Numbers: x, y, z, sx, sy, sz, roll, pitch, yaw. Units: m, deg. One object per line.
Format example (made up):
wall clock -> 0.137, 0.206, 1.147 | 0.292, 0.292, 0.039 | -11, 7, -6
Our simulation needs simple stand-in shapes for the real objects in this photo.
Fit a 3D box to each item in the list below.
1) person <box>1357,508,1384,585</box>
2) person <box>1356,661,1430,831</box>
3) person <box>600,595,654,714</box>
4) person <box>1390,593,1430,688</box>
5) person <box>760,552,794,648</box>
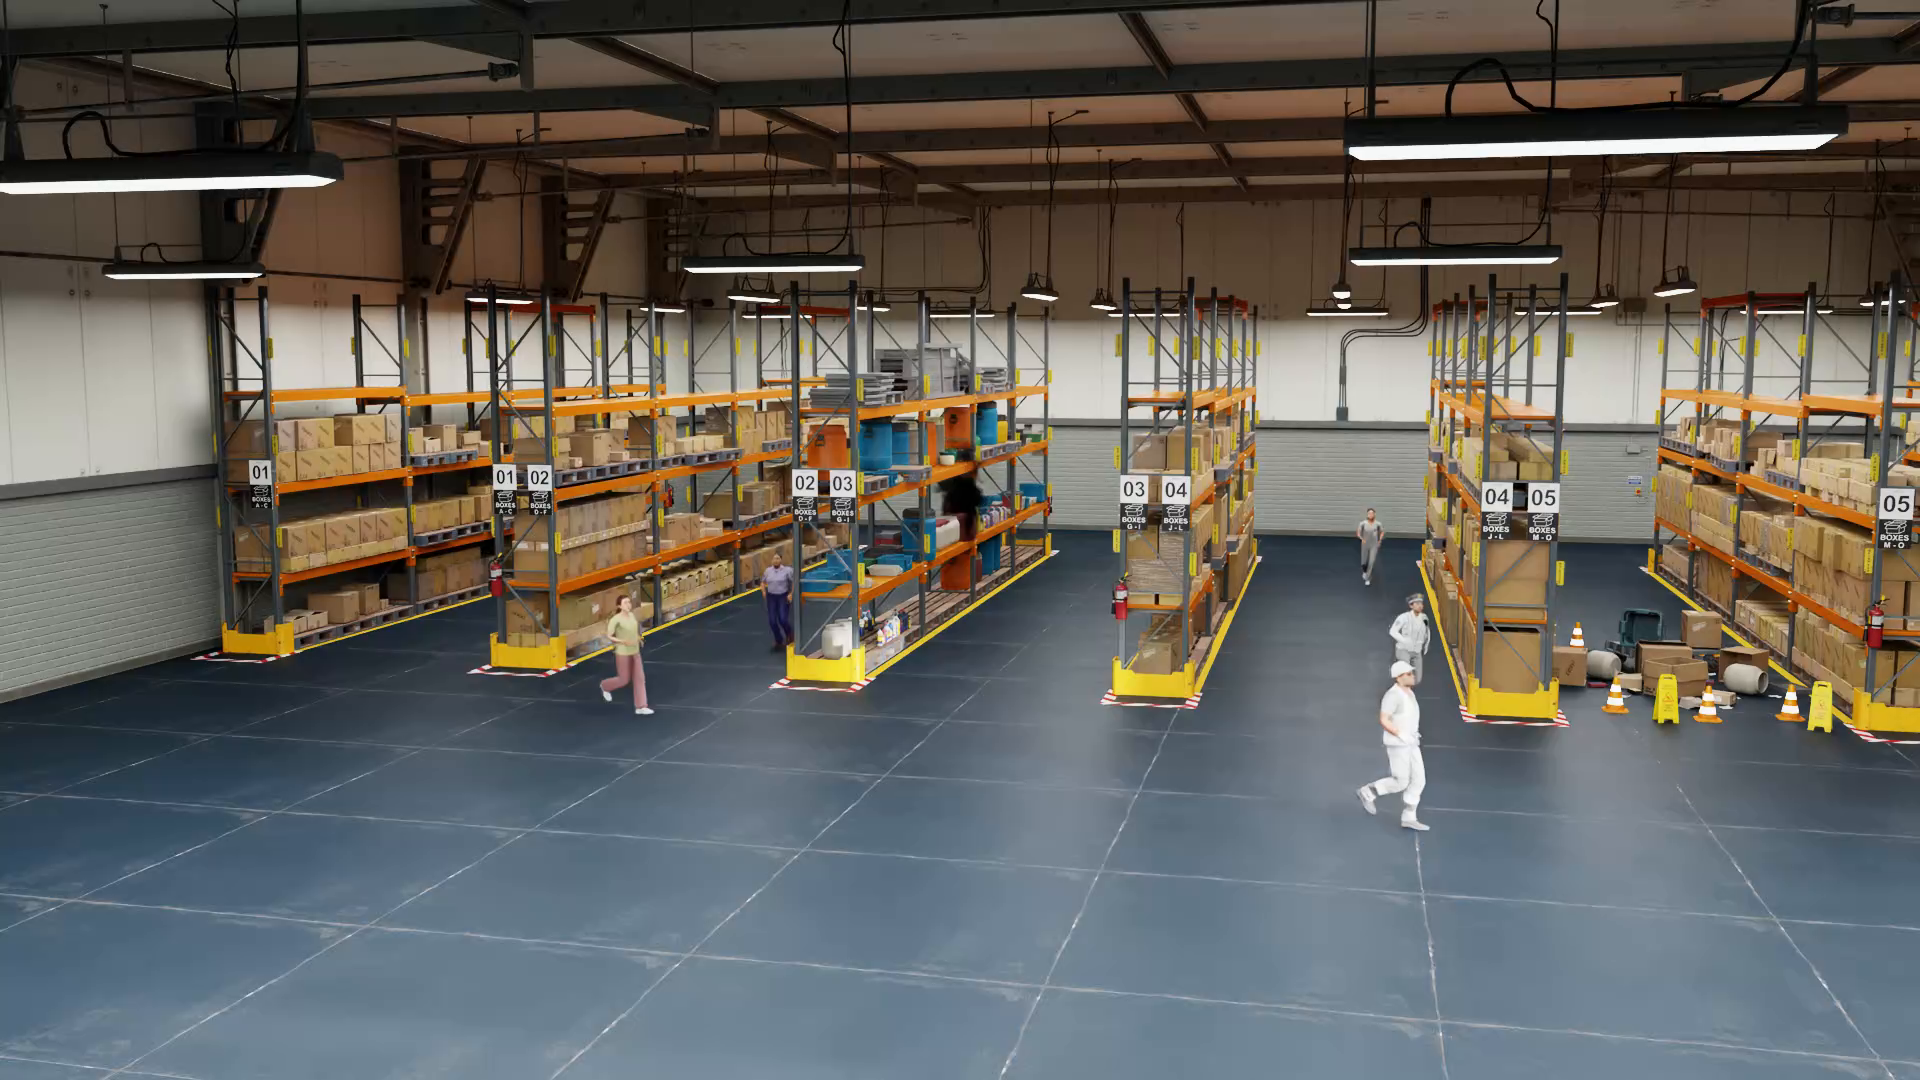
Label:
person -> 8.725, 0.134, 35.366 | 0.556, 1.626, 0.626 | 1, 7, 12
person -> 4.572, 2.138, 17.447 | 0.783, 1.763, 0.662 | 5, 8, 38
person -> -4.559, 1.565, 22.849 | 0.969, 1.634, 0.592 | 5, 8, 38
person -> 6.275, 1.552, 23.121 | 0.643, 1.654, 0.598 | -2, 7, -13
person -> -3.054, 1.009, 27.854 | 0.621, 1.610, 0.548 | 1, 7, 11
